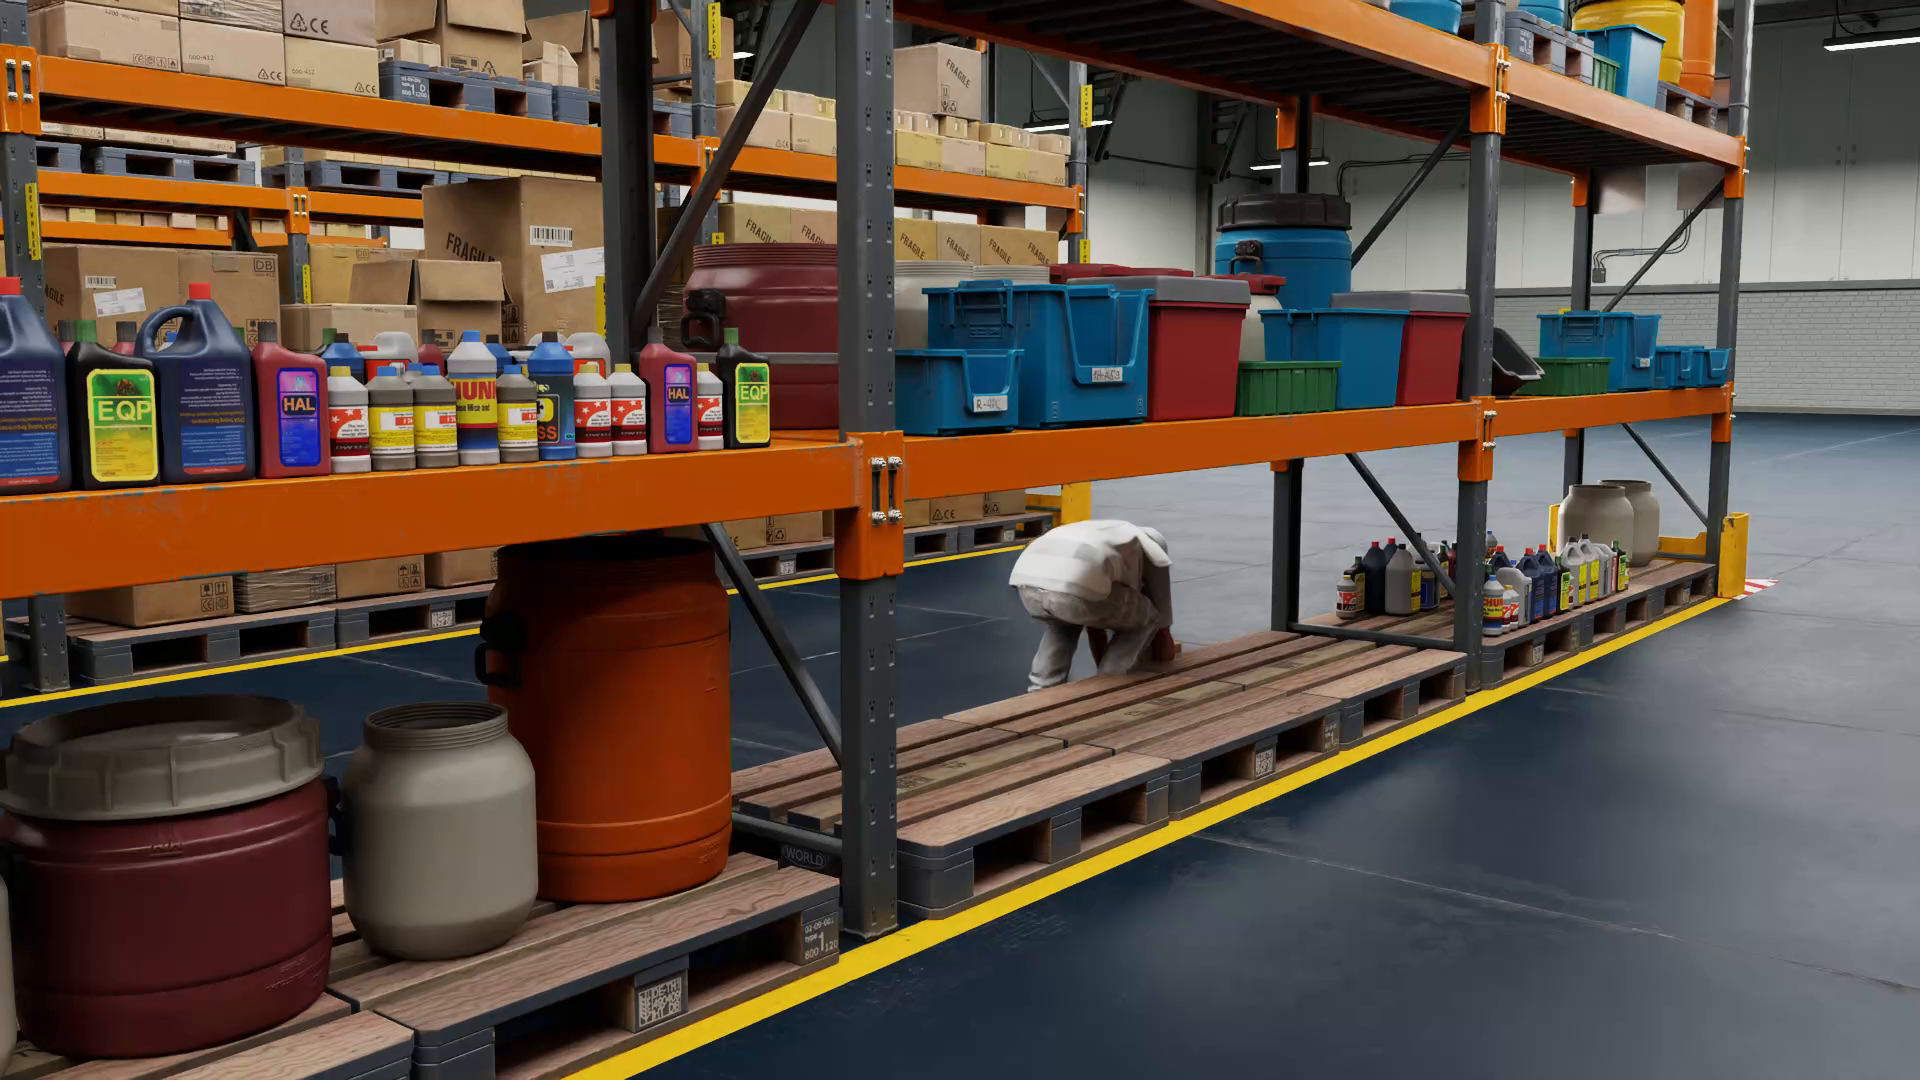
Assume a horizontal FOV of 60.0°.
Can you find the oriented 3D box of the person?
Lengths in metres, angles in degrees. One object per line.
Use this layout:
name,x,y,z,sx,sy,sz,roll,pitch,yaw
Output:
person,0.587,0.334,7.050,0.538,0.839,0.991,5,8,37
